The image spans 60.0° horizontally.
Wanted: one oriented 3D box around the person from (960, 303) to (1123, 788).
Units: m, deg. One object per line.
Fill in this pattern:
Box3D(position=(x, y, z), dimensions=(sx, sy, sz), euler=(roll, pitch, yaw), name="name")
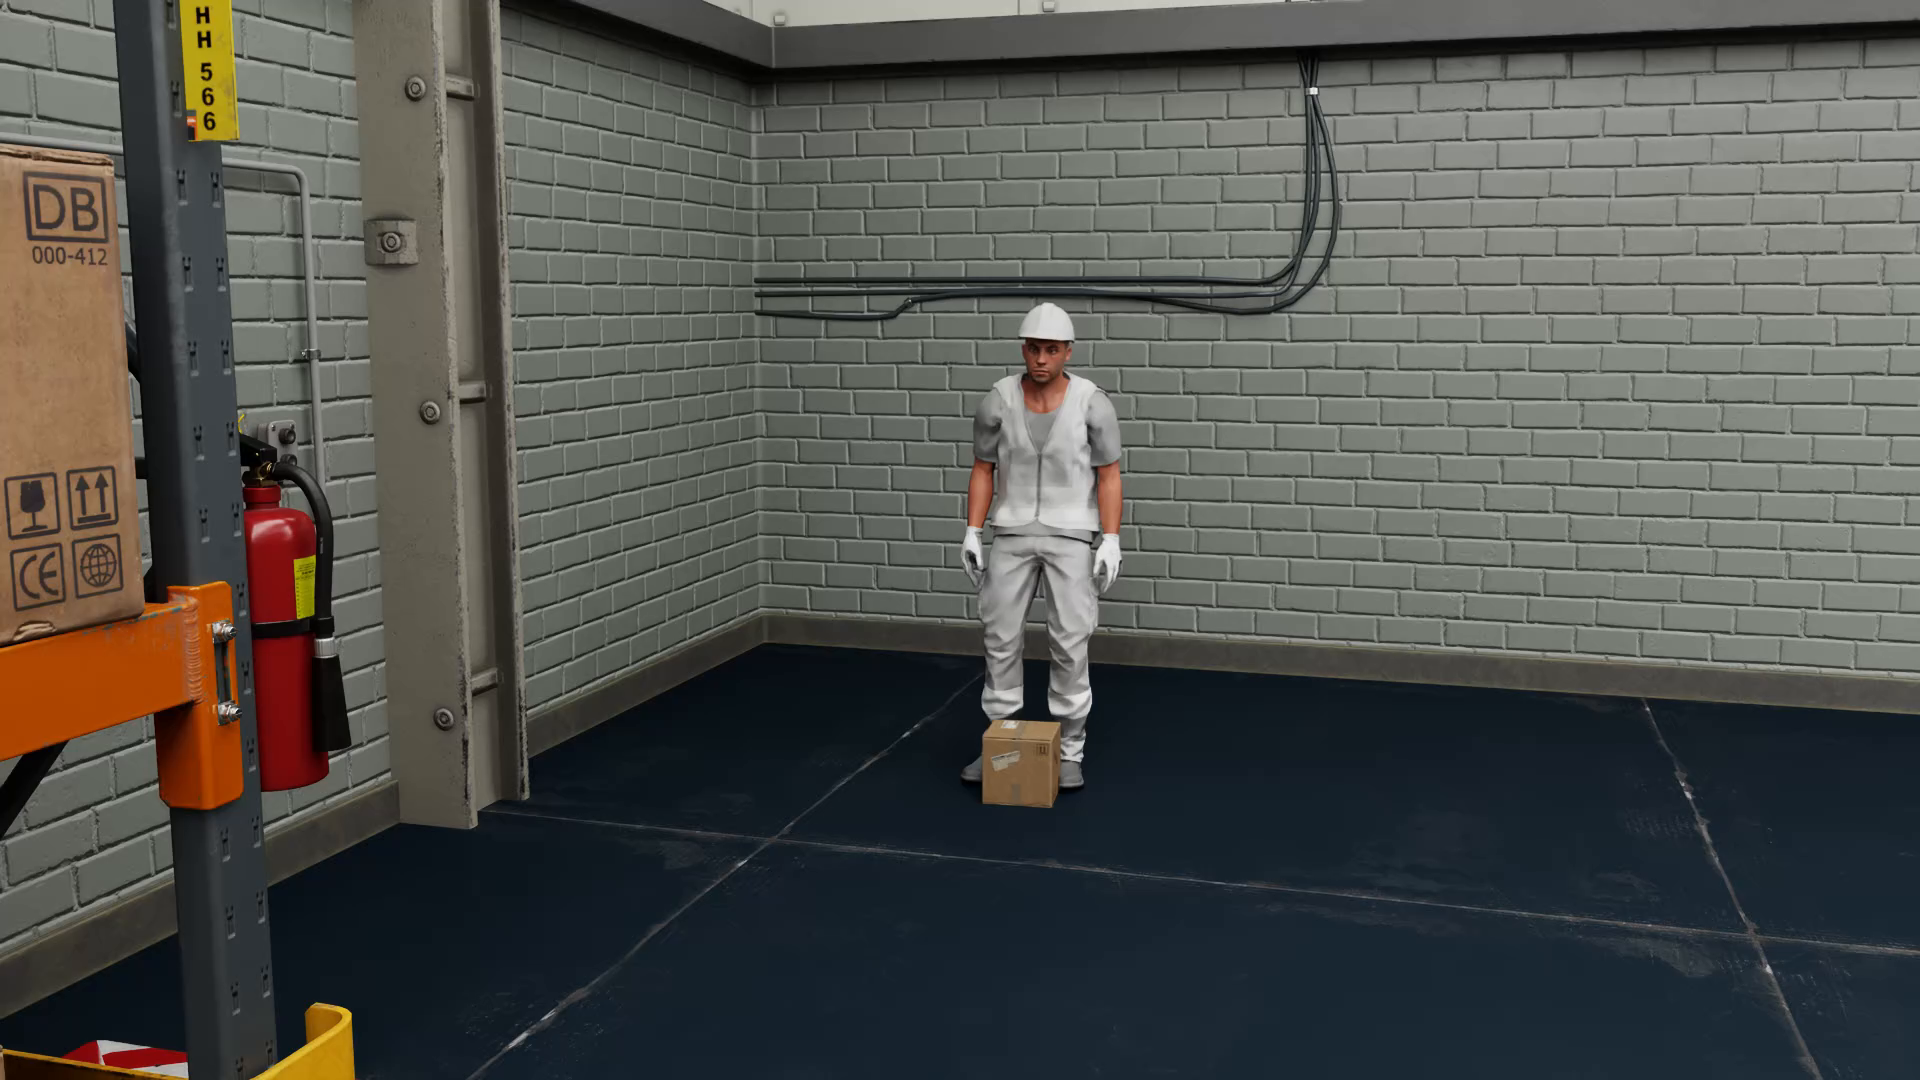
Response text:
Box3D(position=(0.298, 0.023, 6.127), dimensions=(0.608, 1.777, 0.453), euler=(2, 8, 13), name="person")
